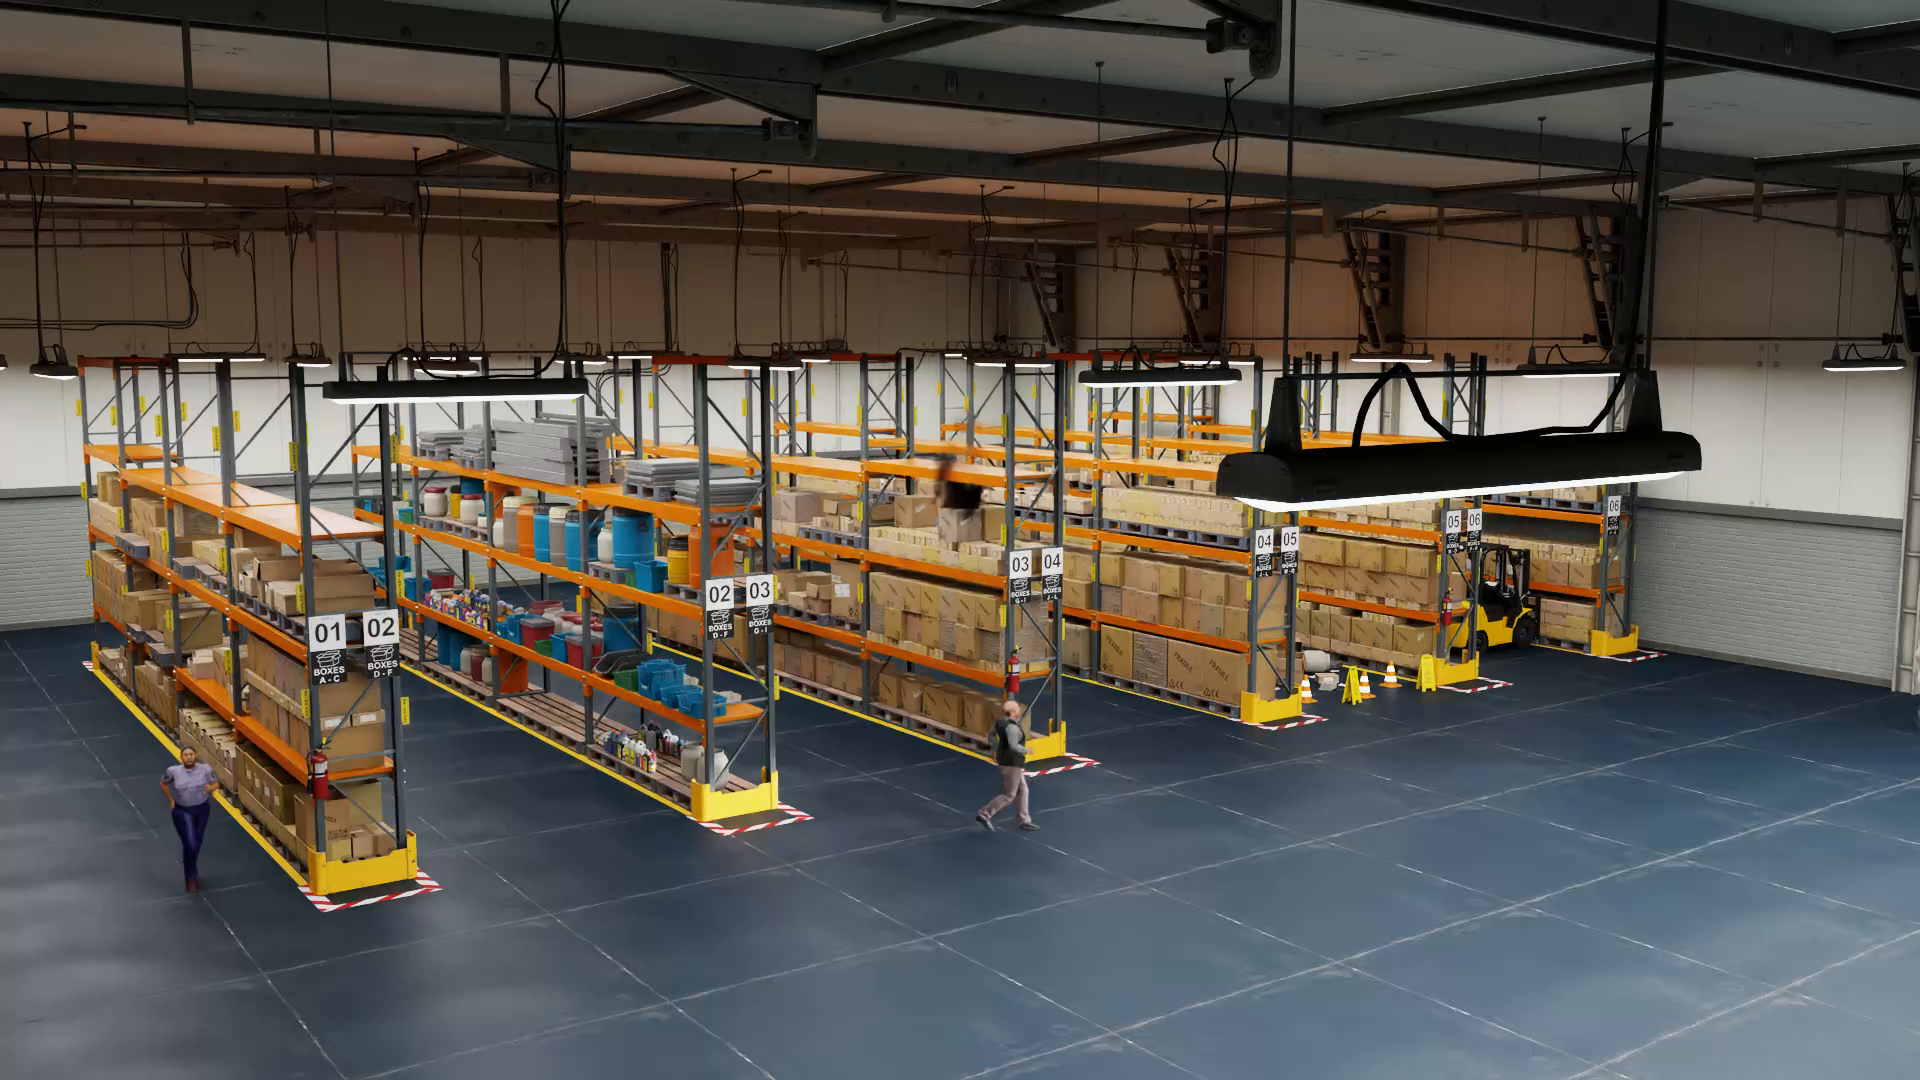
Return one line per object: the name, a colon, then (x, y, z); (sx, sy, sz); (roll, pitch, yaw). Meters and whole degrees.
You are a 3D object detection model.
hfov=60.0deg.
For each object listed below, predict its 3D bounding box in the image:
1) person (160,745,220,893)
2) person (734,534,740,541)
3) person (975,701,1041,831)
person: (-8.897, 3.205, 19.292); (0.574, 1.719, 0.754); (-6, 9, -41)
person: (-5.428, 0.717, 39.697); (0.622, 1.703, 0.625); (1, 7, 11)
person: (0.622, 2.908, 21.273); (0.892, 1.727, 0.659); (-1, 7, -11)
